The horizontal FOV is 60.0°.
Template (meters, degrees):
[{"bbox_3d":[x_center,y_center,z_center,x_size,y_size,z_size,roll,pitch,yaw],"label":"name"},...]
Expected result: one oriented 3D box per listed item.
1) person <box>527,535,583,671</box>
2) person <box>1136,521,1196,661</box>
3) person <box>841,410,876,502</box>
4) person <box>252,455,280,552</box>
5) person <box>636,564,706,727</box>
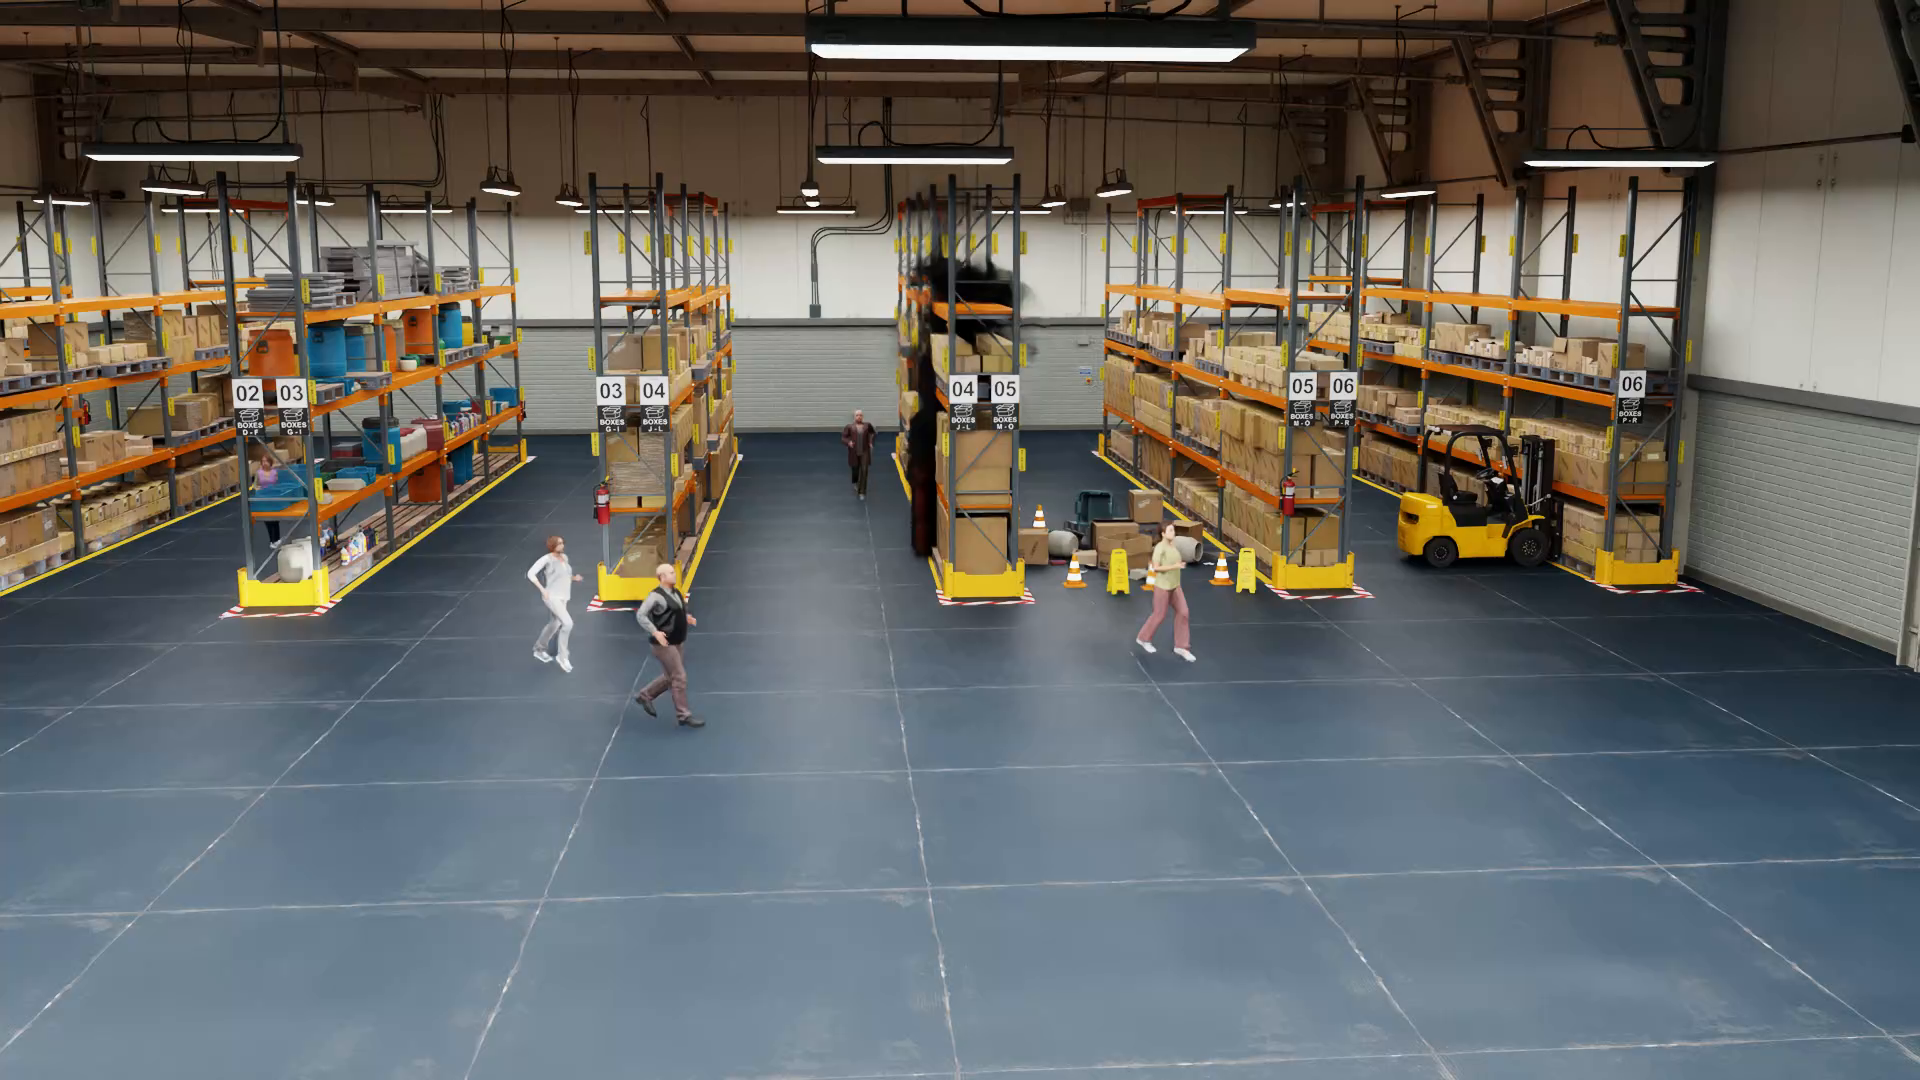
[{"bbox_3d":[-4.838,0.794,19.915,0.718,1.543,0.518,3,11,19],"label":"person"},{"bbox_3d":[2.523,0.606,20.355,0.814,1.703,0.565,9,13,41],"label":"person"},{"bbox_3d":[-2.022,-1.717,33.364,0.710,1.784,1.005,-1,10,-8],"label":"person"},{"bbox_3d":[-11.419,-0.602,27.523,0.517,1.608,0.639,-2,10,-10],"label":"person"},{"bbox_3d":[-3.073,1.092,17.497,0.844,1.709,0.671,3,10,15],"label":"person"}]
